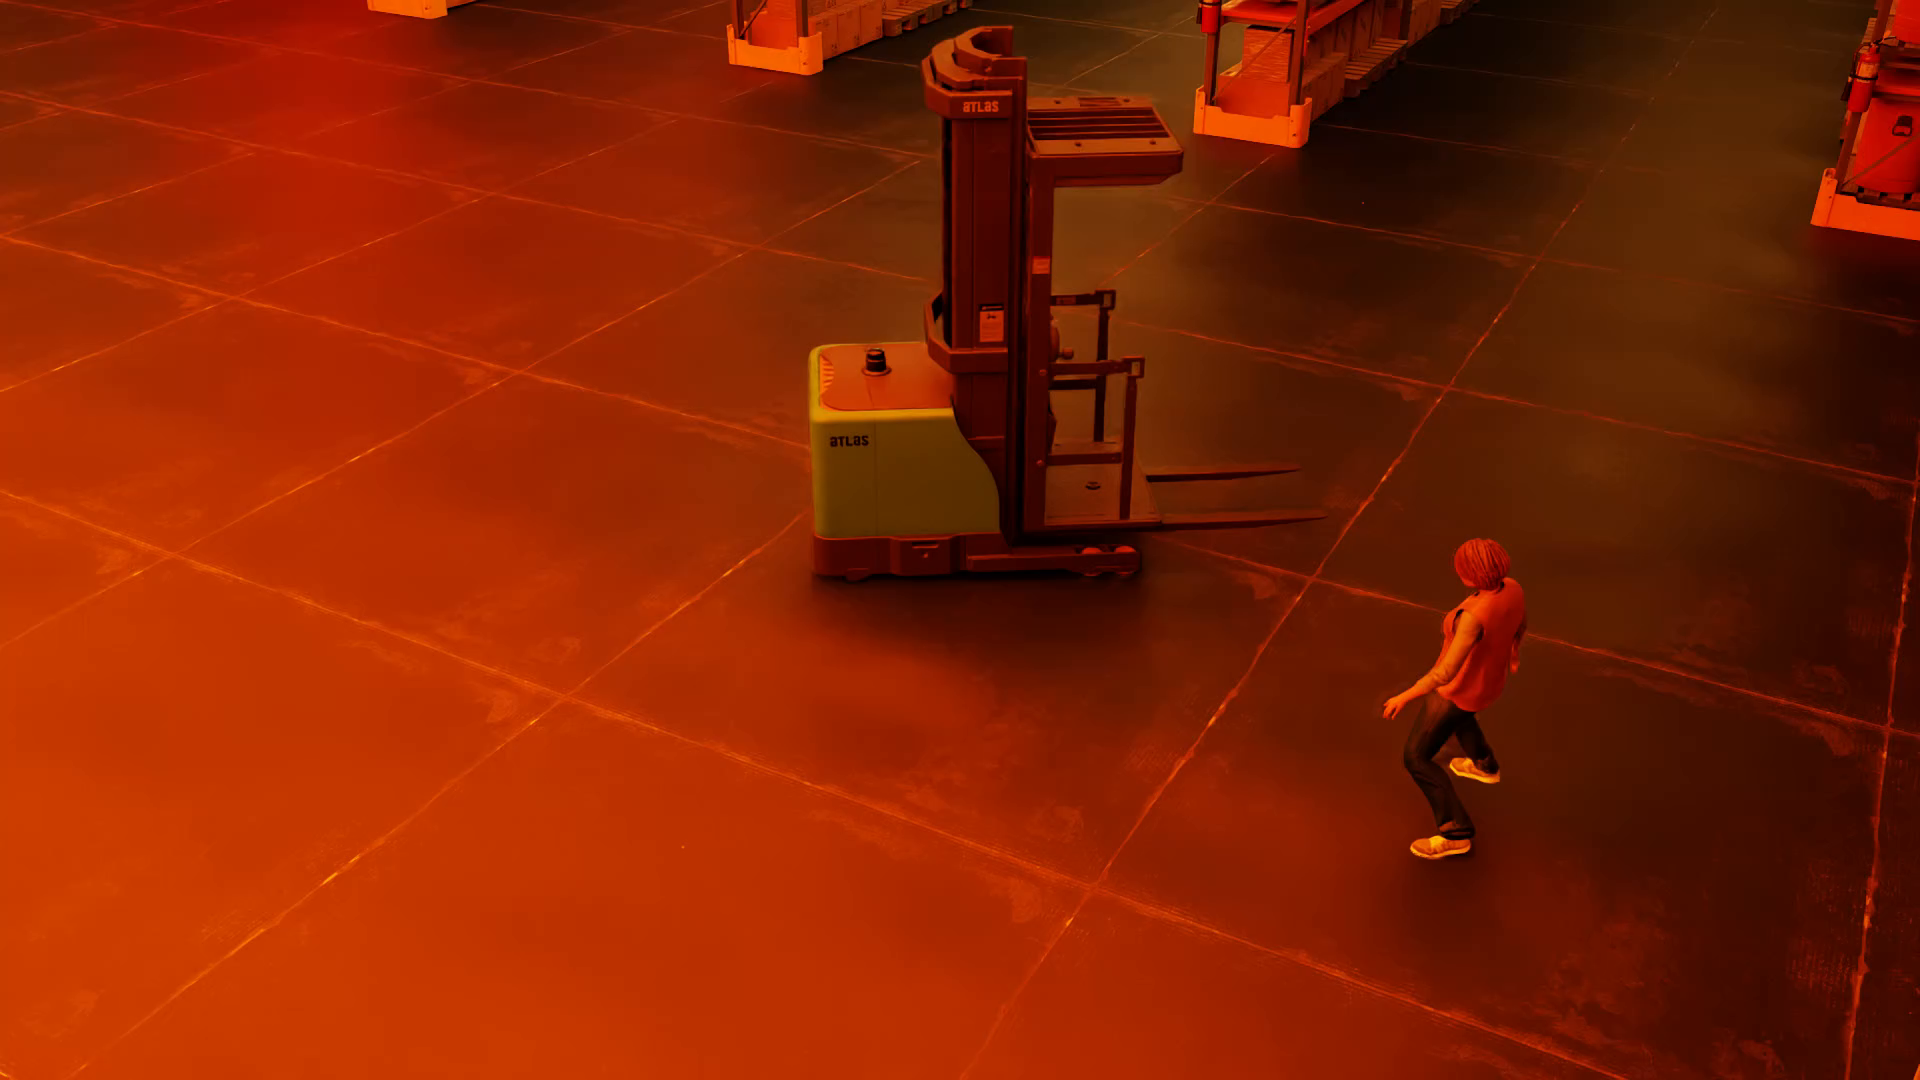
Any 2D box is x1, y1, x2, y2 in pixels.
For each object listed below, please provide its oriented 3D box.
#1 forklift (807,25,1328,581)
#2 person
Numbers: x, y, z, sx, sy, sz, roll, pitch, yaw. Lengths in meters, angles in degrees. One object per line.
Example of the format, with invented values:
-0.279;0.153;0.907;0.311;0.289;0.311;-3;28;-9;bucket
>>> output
0.635;-1.321;9.359;3.031;2.935;1.130;-2;30;-4;forklift
2.248;0.632;7.434;0.789;1.499;0.539;-23;37;-35;person
